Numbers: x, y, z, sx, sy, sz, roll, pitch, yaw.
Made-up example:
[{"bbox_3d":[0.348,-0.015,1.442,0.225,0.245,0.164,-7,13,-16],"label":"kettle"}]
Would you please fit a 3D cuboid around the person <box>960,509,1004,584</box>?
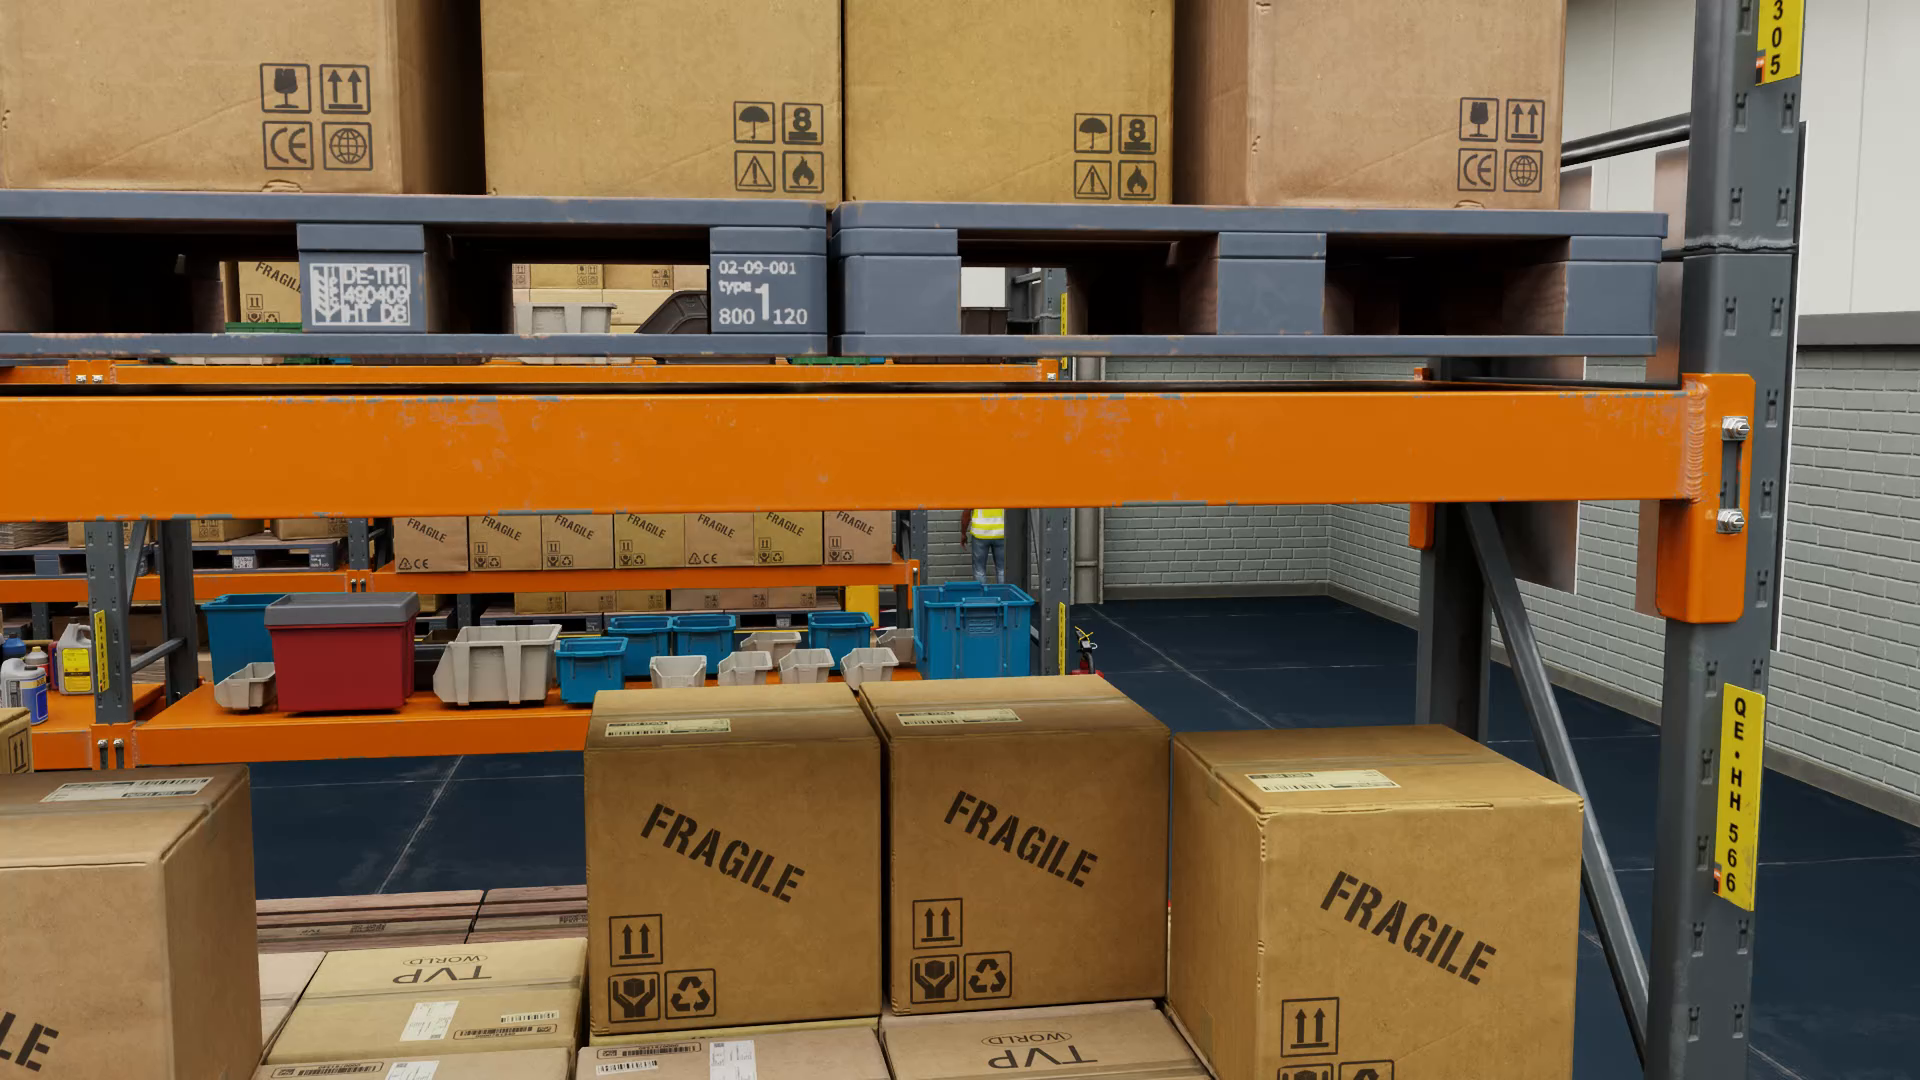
[{"bbox_3d":[0.312,-0.063,18.190,0.635,1.760,0.457,-1,7,-12],"label":"person"}]
